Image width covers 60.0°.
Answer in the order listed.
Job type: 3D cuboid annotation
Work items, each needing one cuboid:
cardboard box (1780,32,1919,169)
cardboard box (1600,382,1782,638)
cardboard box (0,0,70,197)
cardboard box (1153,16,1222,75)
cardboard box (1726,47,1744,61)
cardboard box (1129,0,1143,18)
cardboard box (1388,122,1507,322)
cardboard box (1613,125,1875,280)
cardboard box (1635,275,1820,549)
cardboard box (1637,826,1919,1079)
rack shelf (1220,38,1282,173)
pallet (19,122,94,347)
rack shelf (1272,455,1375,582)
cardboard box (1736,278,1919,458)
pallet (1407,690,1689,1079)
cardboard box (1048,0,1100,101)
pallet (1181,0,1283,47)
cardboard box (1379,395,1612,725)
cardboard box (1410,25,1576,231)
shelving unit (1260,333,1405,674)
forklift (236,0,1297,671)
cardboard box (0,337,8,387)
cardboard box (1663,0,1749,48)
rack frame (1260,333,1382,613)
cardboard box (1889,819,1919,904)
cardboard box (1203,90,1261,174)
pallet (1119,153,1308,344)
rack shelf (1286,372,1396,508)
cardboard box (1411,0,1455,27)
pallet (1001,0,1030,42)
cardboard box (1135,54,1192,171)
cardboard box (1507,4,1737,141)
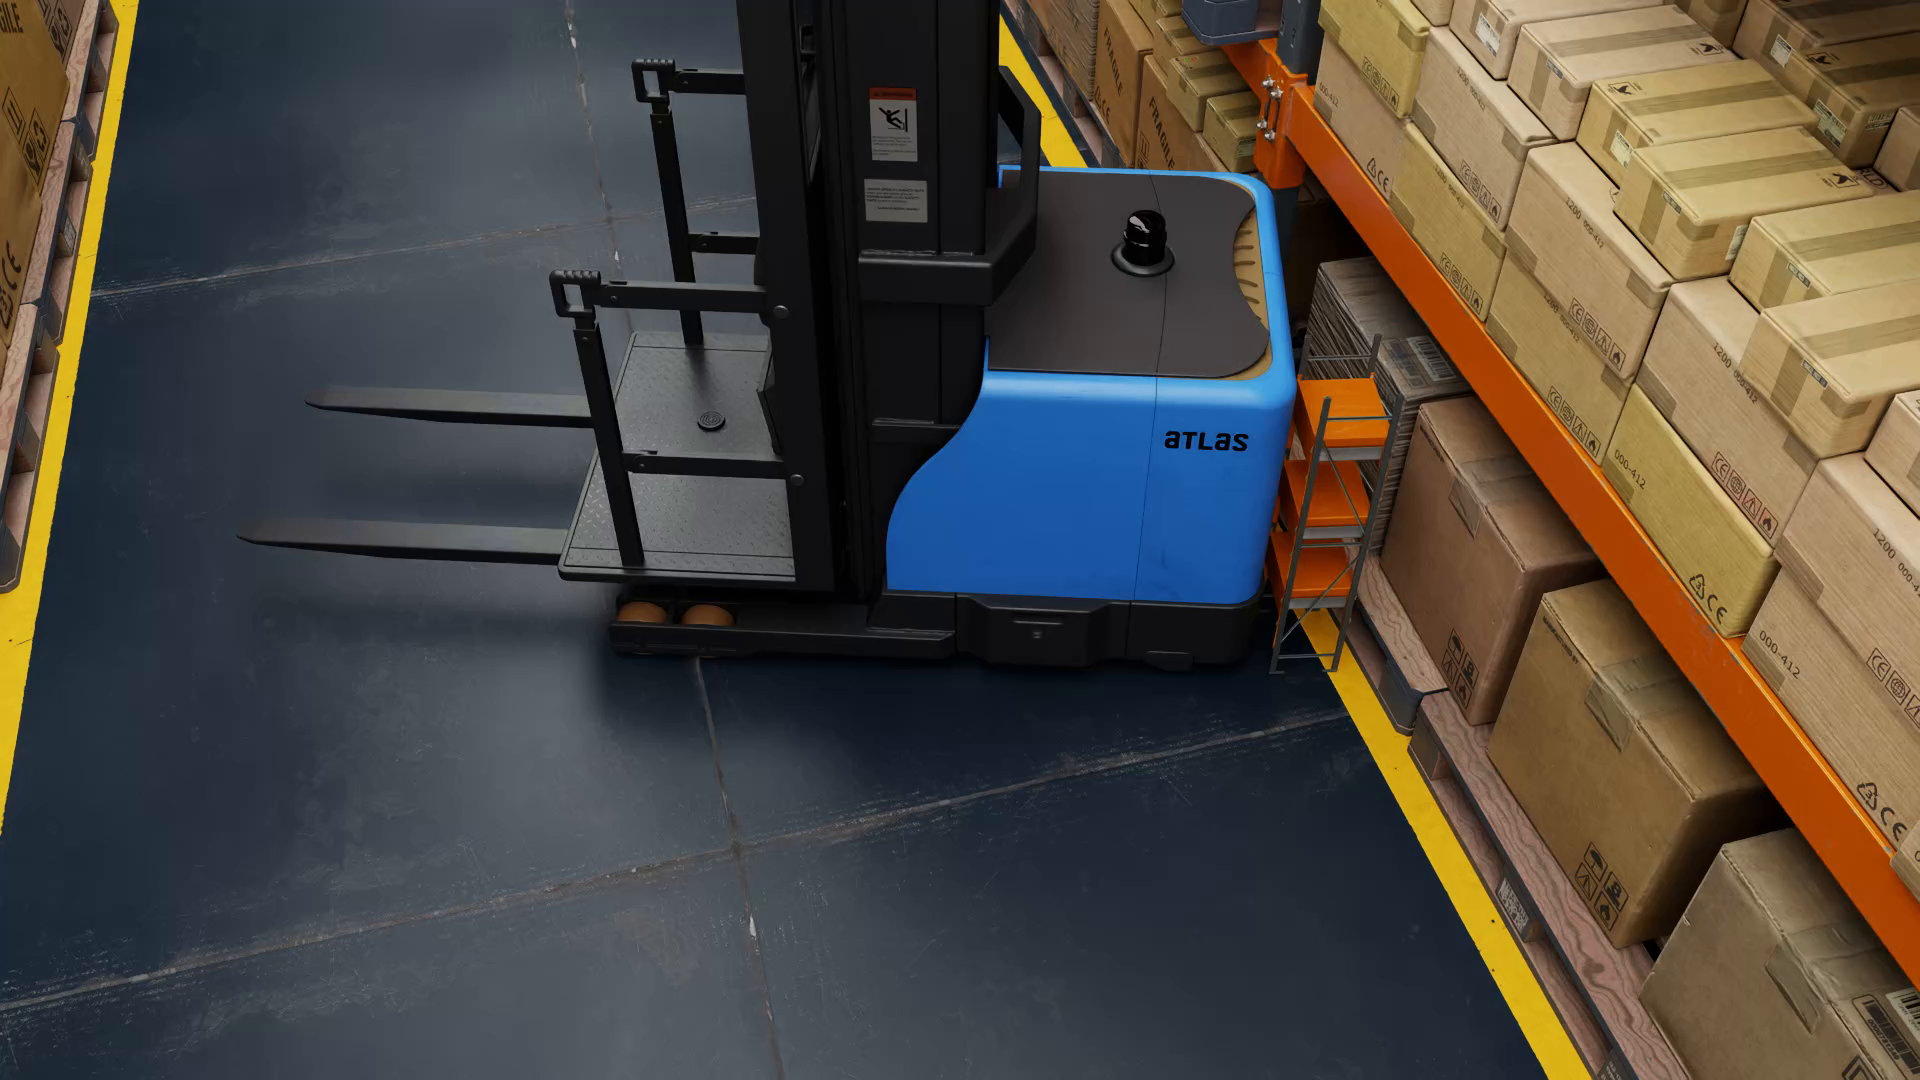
[{"bbox_3d":[1.984,-0.942,3.549,0.380,0.149,0.250,-11,47,-11],"label":"cardboard box"},{"bbox_3d":[1.672,-0.105,3.357,0.500,0.250,0.500,-9,46,-9],"label":"cardboard box"},{"bbox_3d":[-3.945,-1.788,6.096,0.875,0.875,0.875,-9,46,-9],"label":"cardboard box"},{"bbox_3d":[0.905,-1.735,5.852,0.380,0.149,0.250,-12,47,-12],"label":"cardboard box"},{"bbox_3d":[1.917,-1.079,3.963,0.500,0.250,0.500,-10,46,-10],"label":"cardboard box"},{"bbox_3d":[0.817,-2.098,6.208,0.380,0.149,0.250,-11,47,-11],"label":"cardboard box"},{"bbox_3d":[1.402,-0.817,4.056,0.500,0.250,0.500,-12,47,-11],"label":"cardboard box"},{"bbox_3d":[1.539,-0.668,3.280,0.380,0.149,0.250,-10,46,-9],"label":"cardboard box"},{"bbox_3d":[1.677,-0.282,3.181,0.500,0.250,0.500,-10,46,-10],"label":"cardboard box"},{"bbox_3d":[2.089,0.981,3.557,0.875,0.625,0.625,-11,47,-11],"label":"cardboard box"},{"bbox_3d":[0.889,-2.698,6.298,1.077,0.370,4.000,-11,47,-10],"label":"rack shelf"},{"bbox_3d":[-3.834,-1.082,6.162,1.003,0.211,1.213,-11,47,-10],"label":"pallet"},{"bbox_3d":[0.997,-0.063,4.587,0.215,0.259,0.240,-2,45,-2],"label":"rack shelf"},{"bbox_3d":[1.624,-0.310,2.930,0.380,0.149,0.250,-12,47,-11],"label":"cardboard box"},{"bbox_3d":[1.883,0.823,4.295,1.003,0.211,1.213,-11,47,-10],"label":"pallet"},{"bbox_3d":[0.679,-2.157,6.720,0.500,0.500,0.500,-12,47,-12],"label":"cardboard box"},{"bbox_3d":[1.160,-1.957,5.202,1.213,0.211,1.003,-11,47,-10],"label":"pallet"},{"bbox_3d":[1.722,-0.002,4.520,0.875,0.625,0.625,-9,46,-9],"label":"cardboard box"},{"bbox_3d":[1.406,-0.995,3.879,0.500,0.250,0.500,-9,46,-9],"label":"cardboard box"},{"bbox_3d":[0.997,-0.071,4.580,0.215,1.050,0.252,-2,45,-2],"label":"shelving unit"},{"bbox_3d":[-0.625,-1.053,4.230,3.031,2.935,1.130,2,46,2],"label":"forklift"},{"bbox_3d":[-3.493,-0.554,4.887,0.875,0.875,0.875,-11,47,-11],"label":"cardboard box"},{"bbox_3d":[1.862,-1.293,3.893,0.380,0.149,0.250,-11,47,-10],"label":"cardboard box"},{"bbox_3d":[0.990,-0.157,4.666,0.200,1.050,0.008,-2,45,-2],"label":"rack frame"},{"bbox_3d":[1.909,0.599,2.668,0.500,0.250,0.500,-11,47,-11],"label":"cardboard box"},{"bbox_3d":[1.030,-1.363,5.487,0.380,0.149,0.250,-13,47,-12],"label":"cardboard box"},{"bbox_3d":[1.246,-1.115,6.195,1.003,0.211,1.213,-11,47,-10],"label":"pallet"},{"bbox_3d":[0.997,-0.264,4.387,0.215,0.259,0.240,-2,45,-2],"label":"rack shelf"},{"bbox_3d":[1.268,-1.373,3.971,0.380,0.149,0.250,-10,46,-9],"label":"cardboard box"},{"bbox_3d":[0.622,-2.800,7.846,1.003,0.211,1.213,-11,47,-10],"label":"pallet"},{"bbox_3d":[0.967,-1.441,6.018,0.500,0.500,0.500,-11,47,-11],"label":"cardboard box"},{"bbox_3d":[1.437,-1.022,3.627,0.380,0.149,0.250,-10,46,-10],"label":"cardboard box"}]
